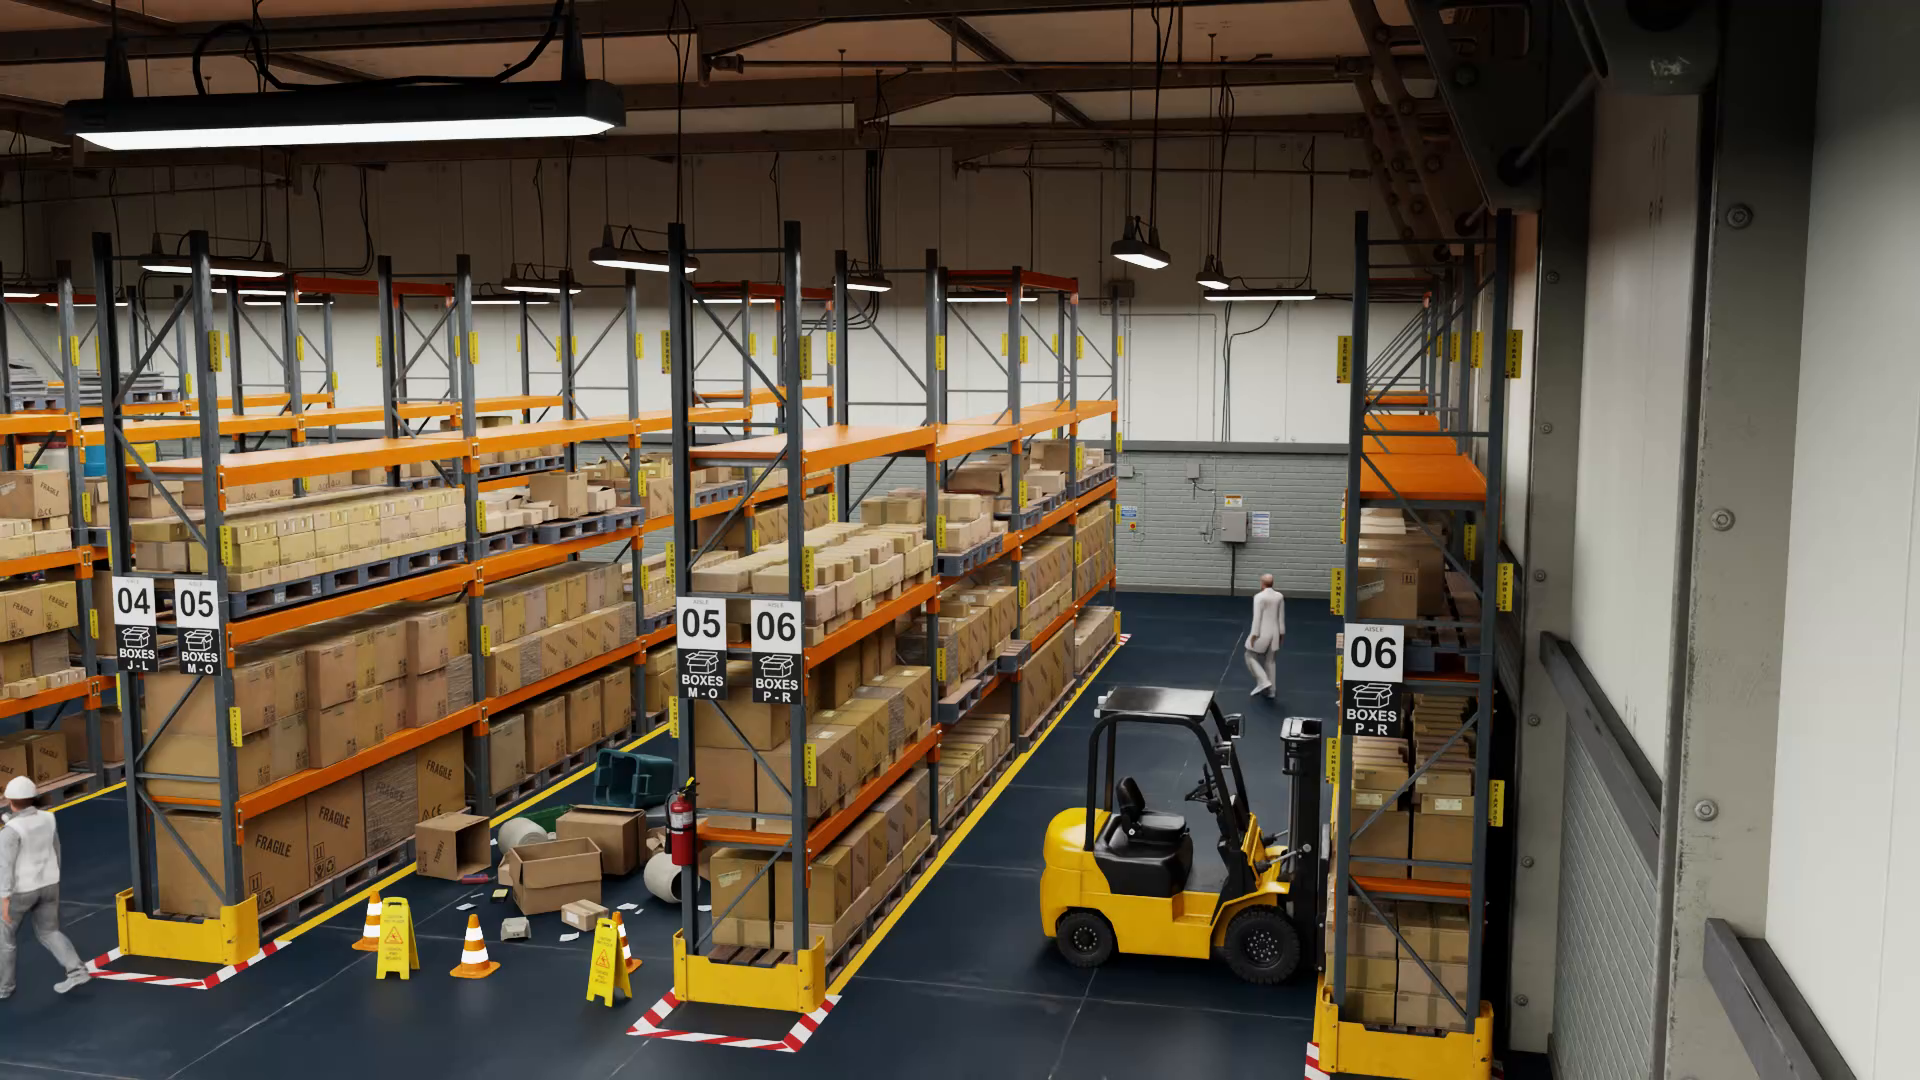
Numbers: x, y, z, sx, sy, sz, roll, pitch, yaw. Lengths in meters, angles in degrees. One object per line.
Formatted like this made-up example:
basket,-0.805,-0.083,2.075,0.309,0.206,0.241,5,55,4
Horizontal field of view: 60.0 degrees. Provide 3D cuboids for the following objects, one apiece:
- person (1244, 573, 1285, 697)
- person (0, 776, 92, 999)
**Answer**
person,4.430,1.369,23.919,0.621,1.779,0.539,-4,8,-30
person,-7.308,2.723,13.045,0.843,1.755,0.590,3,7,21
